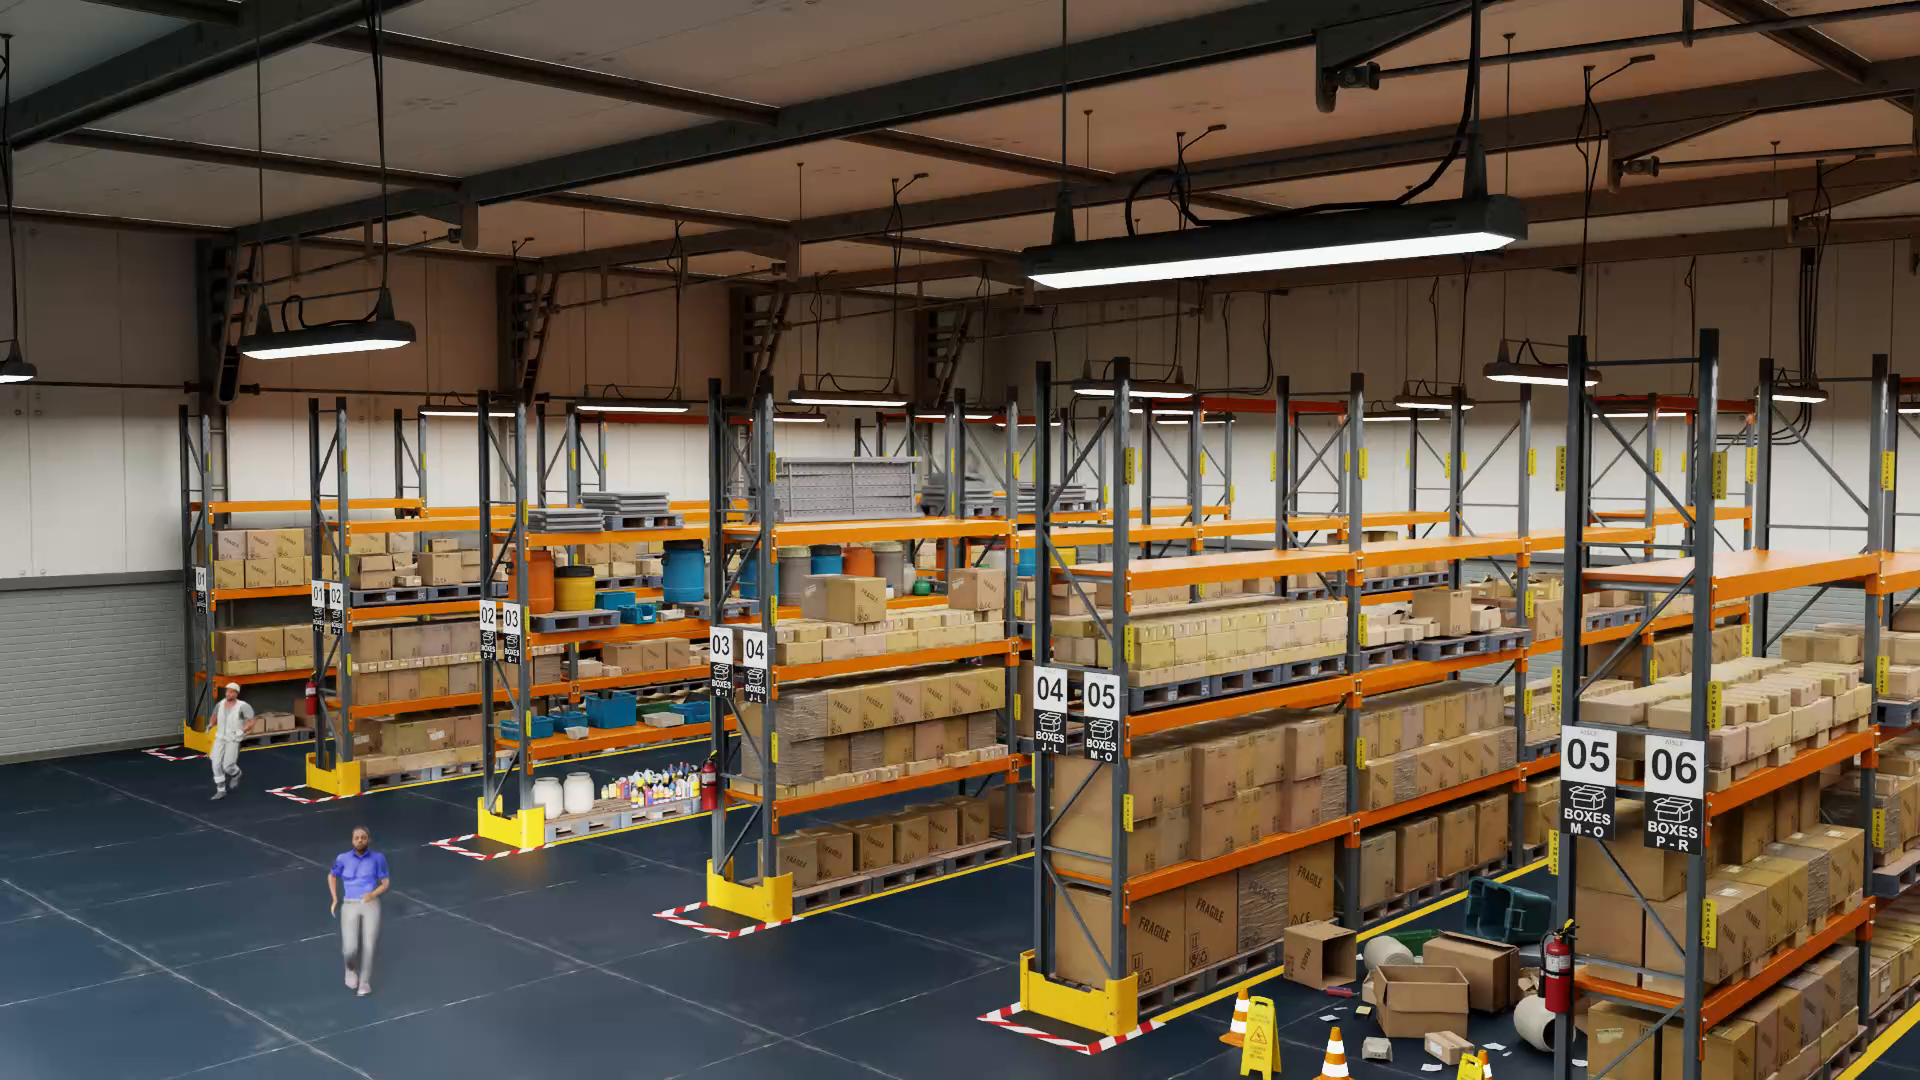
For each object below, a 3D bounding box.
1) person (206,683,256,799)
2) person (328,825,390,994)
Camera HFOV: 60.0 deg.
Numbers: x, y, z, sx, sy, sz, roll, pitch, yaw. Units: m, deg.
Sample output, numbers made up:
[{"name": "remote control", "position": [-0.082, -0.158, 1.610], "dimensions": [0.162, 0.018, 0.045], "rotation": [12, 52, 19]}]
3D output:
[{"name": "person", "position": [-10.938, 2.993, 24.979], "dimensions": [0.694, 1.729, 0.655], "rotation": [0, 3, 7]}, {"name": "person", "position": [-5.681, 3.525, 15.731], "dimensions": [0.560, 1.603, 0.569], "rotation": [-1, 3, -19]}]
